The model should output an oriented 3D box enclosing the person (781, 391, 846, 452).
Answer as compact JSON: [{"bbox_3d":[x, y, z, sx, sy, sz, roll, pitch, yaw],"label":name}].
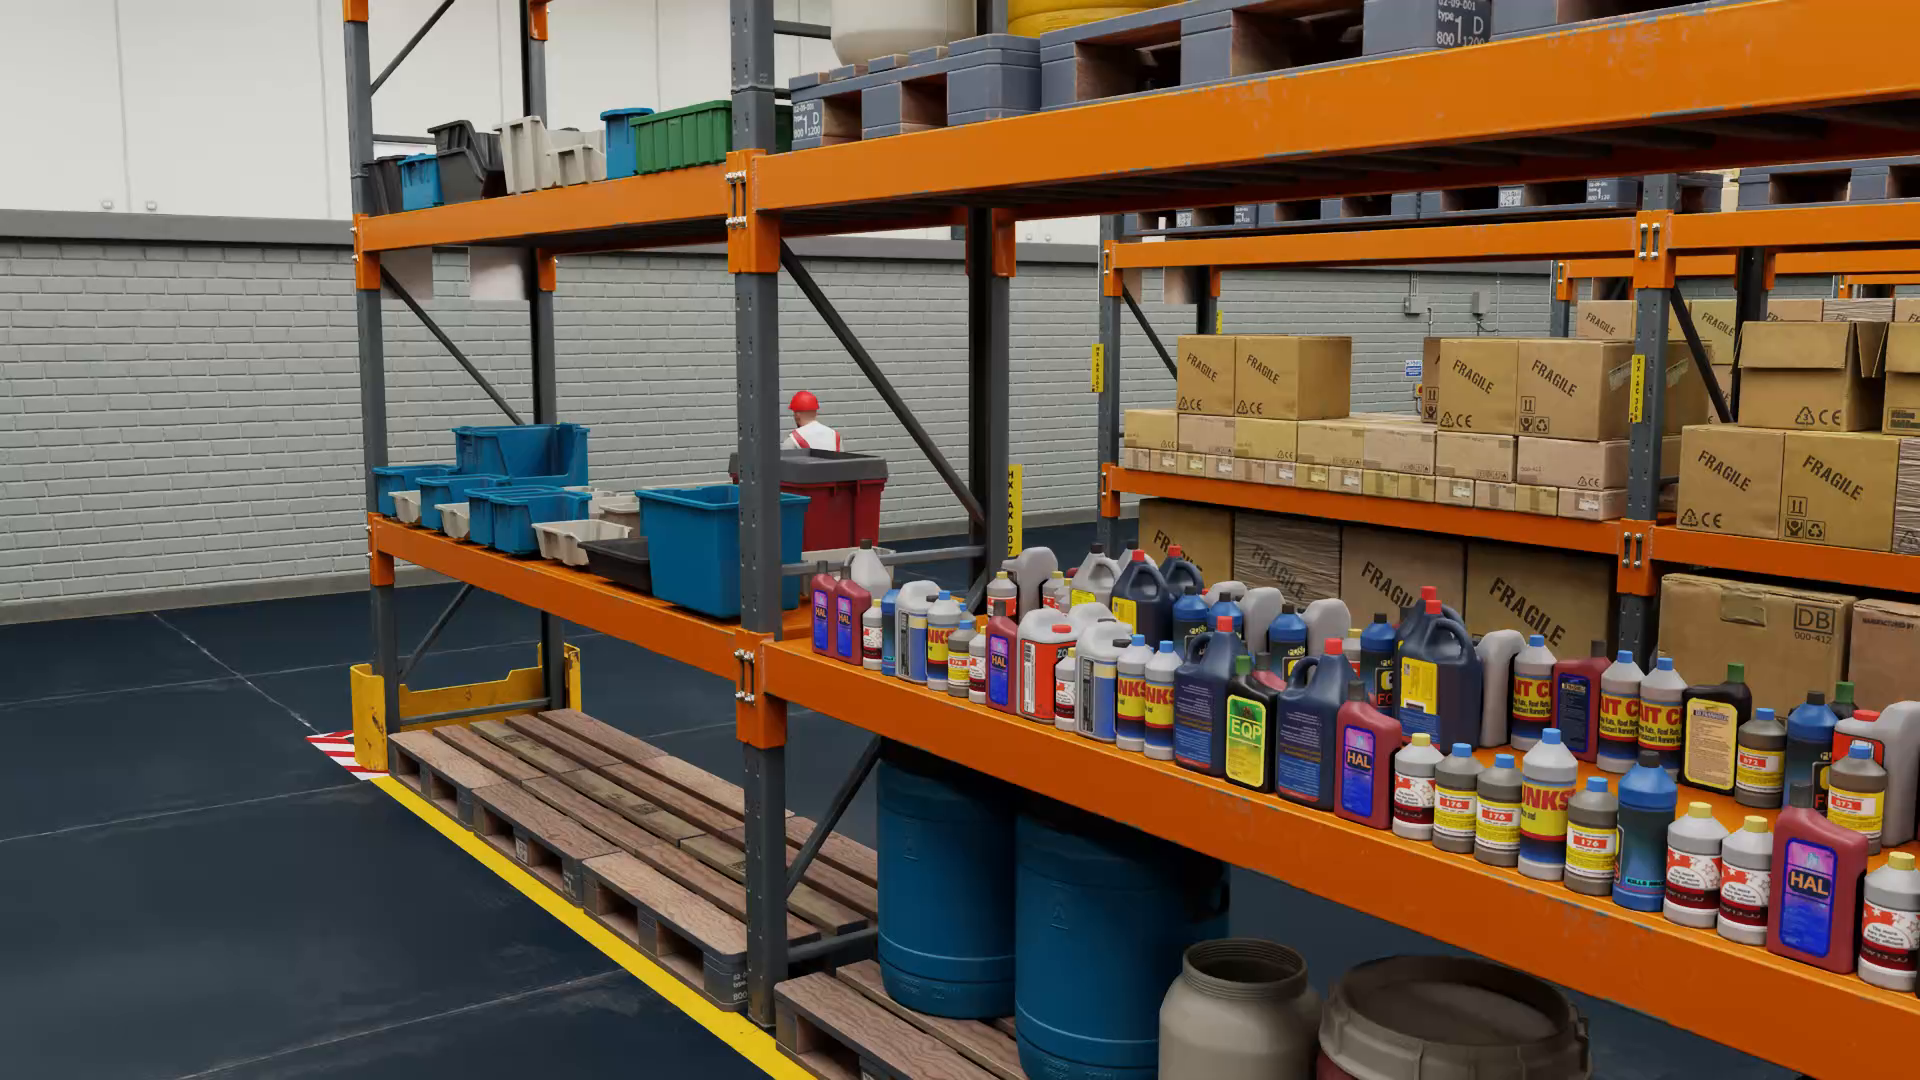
[{"bbox_3d":[-1.088,-0.209,12.297,0.617,1.778,0.456,-6,10,-37],"label":"person"}]
